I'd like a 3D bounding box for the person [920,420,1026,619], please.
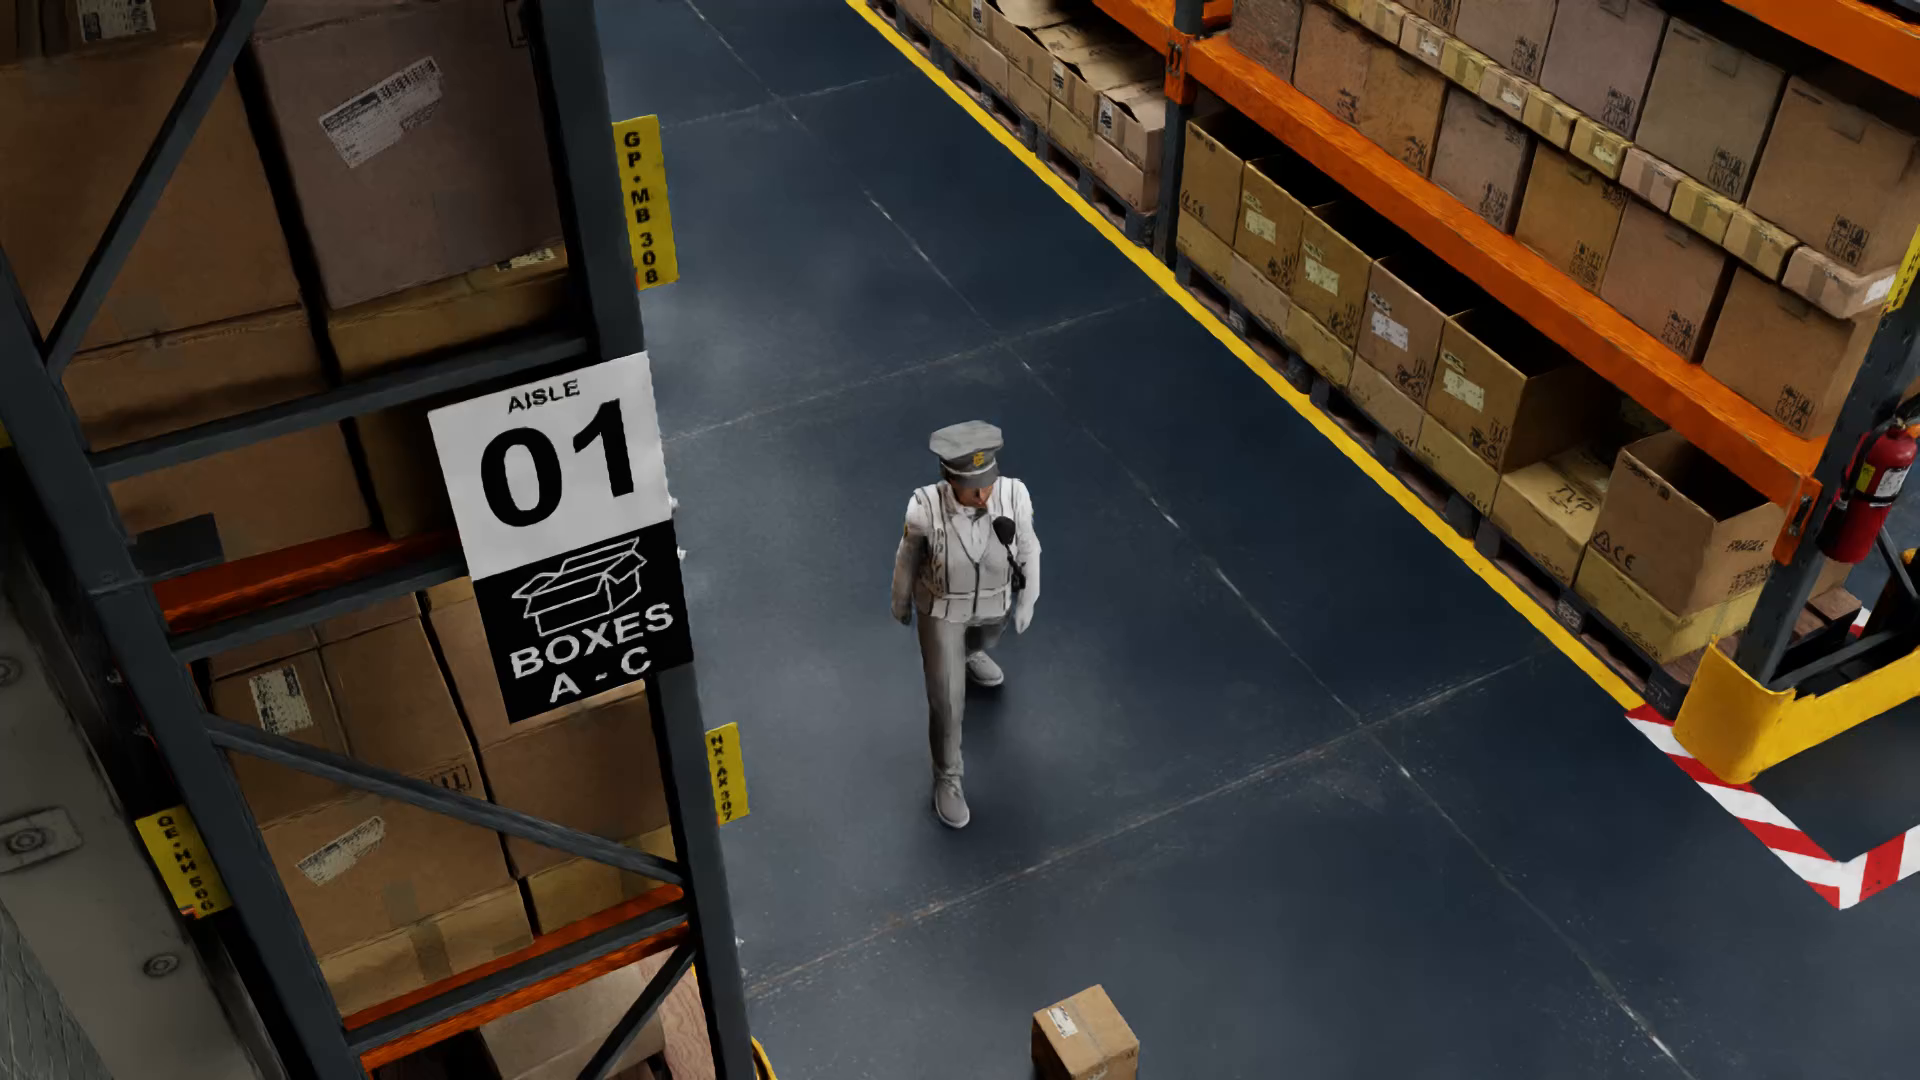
[{"bbox_3d":[0.041,-0.075,5.645,0.367,0.814,0.358,-11,43,-12],"label":"person"}]
